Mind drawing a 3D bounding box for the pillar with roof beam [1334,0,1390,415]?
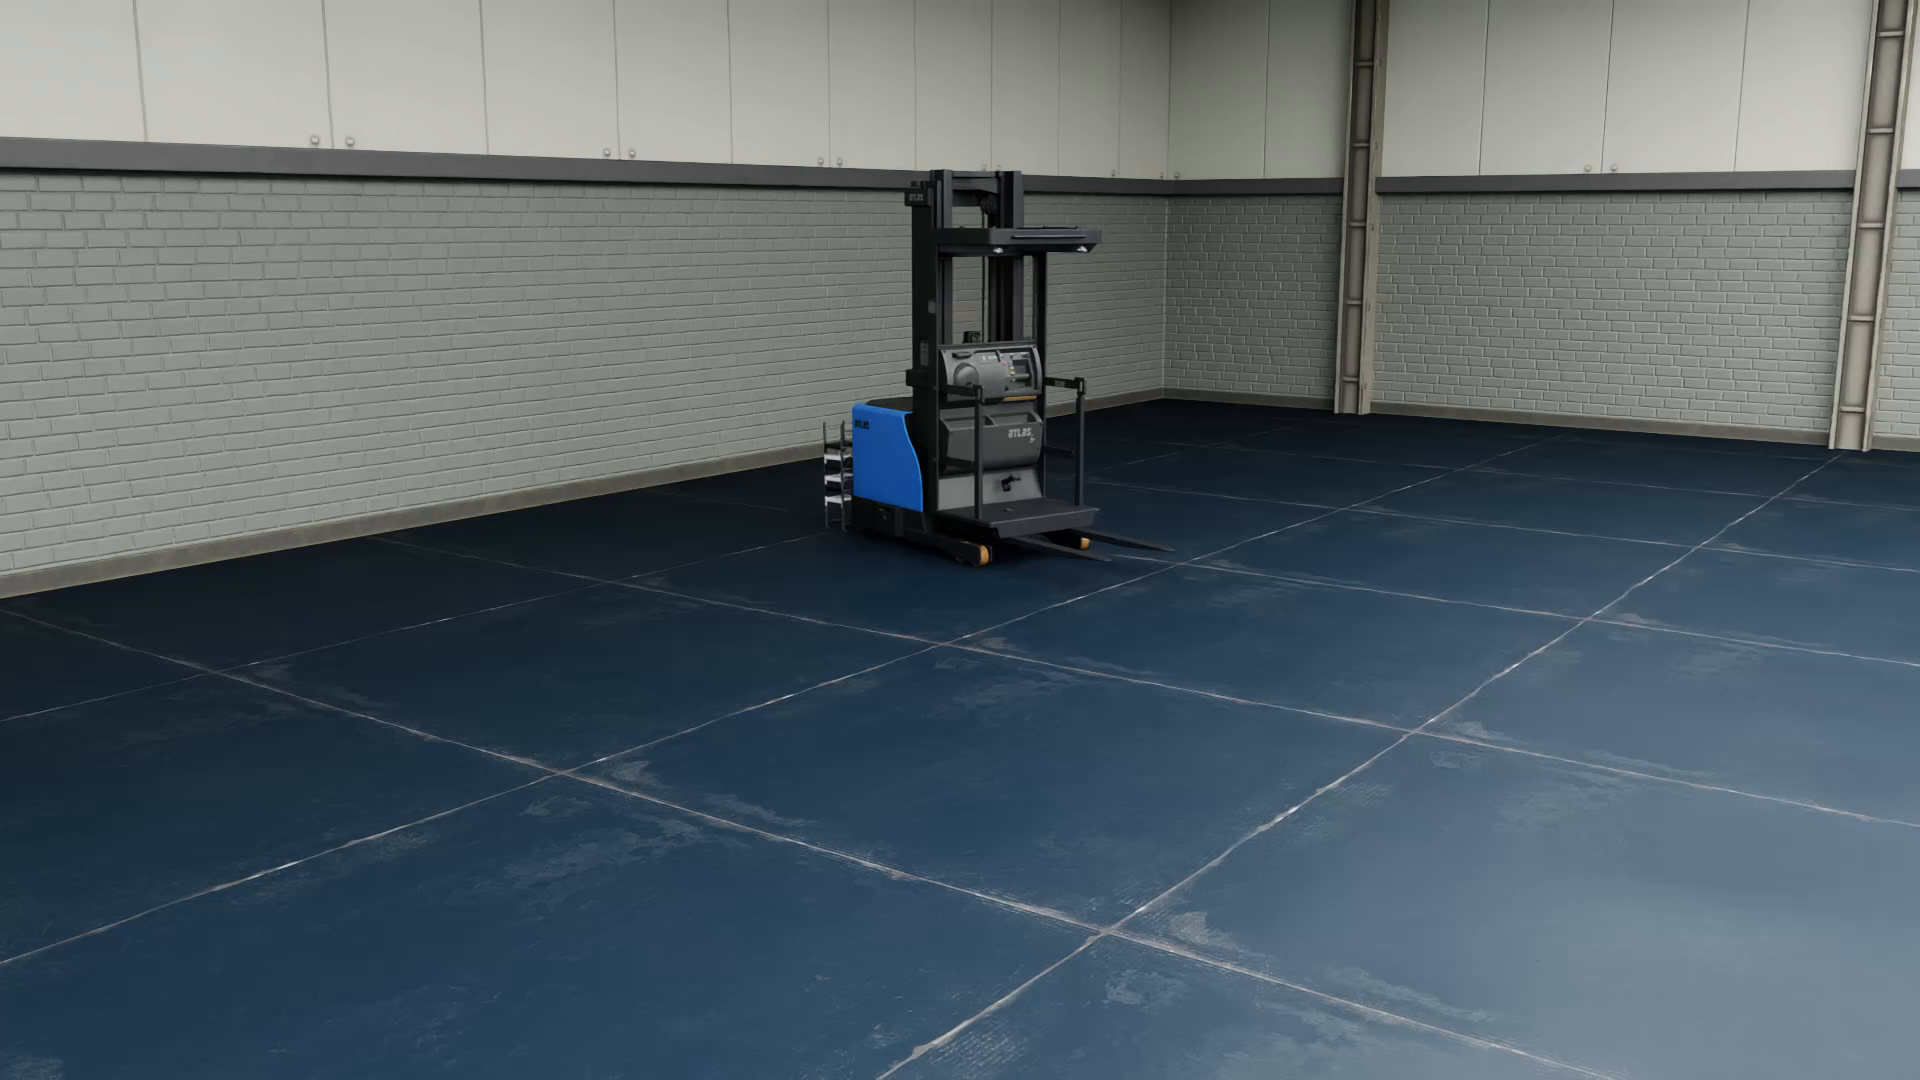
[{"bbox_3d":[2.732,-5.474,18.131,0.400,9.000,9.100,8,13,36],"label":"pillar with roof beam"}]

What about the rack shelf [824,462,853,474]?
[{"bbox_3d":[-0.978,-0.598,13.946,0.200,0.077,0.258,9,14,42],"label":"rack shelf"}]

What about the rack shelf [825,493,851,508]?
[{"bbox_3d":[-0.976,-0.332,13.995,0.200,0.077,0.258,9,14,42],"label":"rack shelf"}]

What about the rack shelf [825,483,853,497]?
[{"bbox_3d":[-0.977,-0.421,13.979,0.200,0.077,0.258,9,14,42],"label":"rack shelf"}]

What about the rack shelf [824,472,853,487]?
[{"bbox_3d":[-0.977,-0.509,13.962,0.200,0.077,0.258,9,14,42],"label":"rack shelf"}]

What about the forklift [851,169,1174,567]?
[{"bbox_3d":[0.376,-1.343,12.755,1.130,2.935,3.031,-8,14,-36],"label":"forklift"}]

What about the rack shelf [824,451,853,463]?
[{"bbox_3d":[-0.979,-0.686,13.929,0.200,0.077,0.258,9,14,42],"label":"rack shelf"}]

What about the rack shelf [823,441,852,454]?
[{"bbox_3d":[-0.979,-0.775,13.913,0.200,0.077,0.258,9,14,42],"label":"rack shelf"}]

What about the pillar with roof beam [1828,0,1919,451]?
[{"bbox_3d":[7.568,-4.799,14.644,0.400,9.000,9.100,8,13,36],"label":"pillar with roof beam"}]

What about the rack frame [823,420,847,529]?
[{"bbox_3d":[-1.053,-0.554,14.023,0.006,0.900,0.240,9,14,42],"label":"rack frame"}]

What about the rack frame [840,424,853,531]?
[{"bbox_3d":[-0.902,-0.530,13.889,0.006,0.900,0.240,9,14,42],"label":"rack frame"}]

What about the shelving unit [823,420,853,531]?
[{"bbox_3d":[-0.978,-0.542,13.956,0.210,0.900,0.258,9,14,42],"label":"shelving unit"}]
